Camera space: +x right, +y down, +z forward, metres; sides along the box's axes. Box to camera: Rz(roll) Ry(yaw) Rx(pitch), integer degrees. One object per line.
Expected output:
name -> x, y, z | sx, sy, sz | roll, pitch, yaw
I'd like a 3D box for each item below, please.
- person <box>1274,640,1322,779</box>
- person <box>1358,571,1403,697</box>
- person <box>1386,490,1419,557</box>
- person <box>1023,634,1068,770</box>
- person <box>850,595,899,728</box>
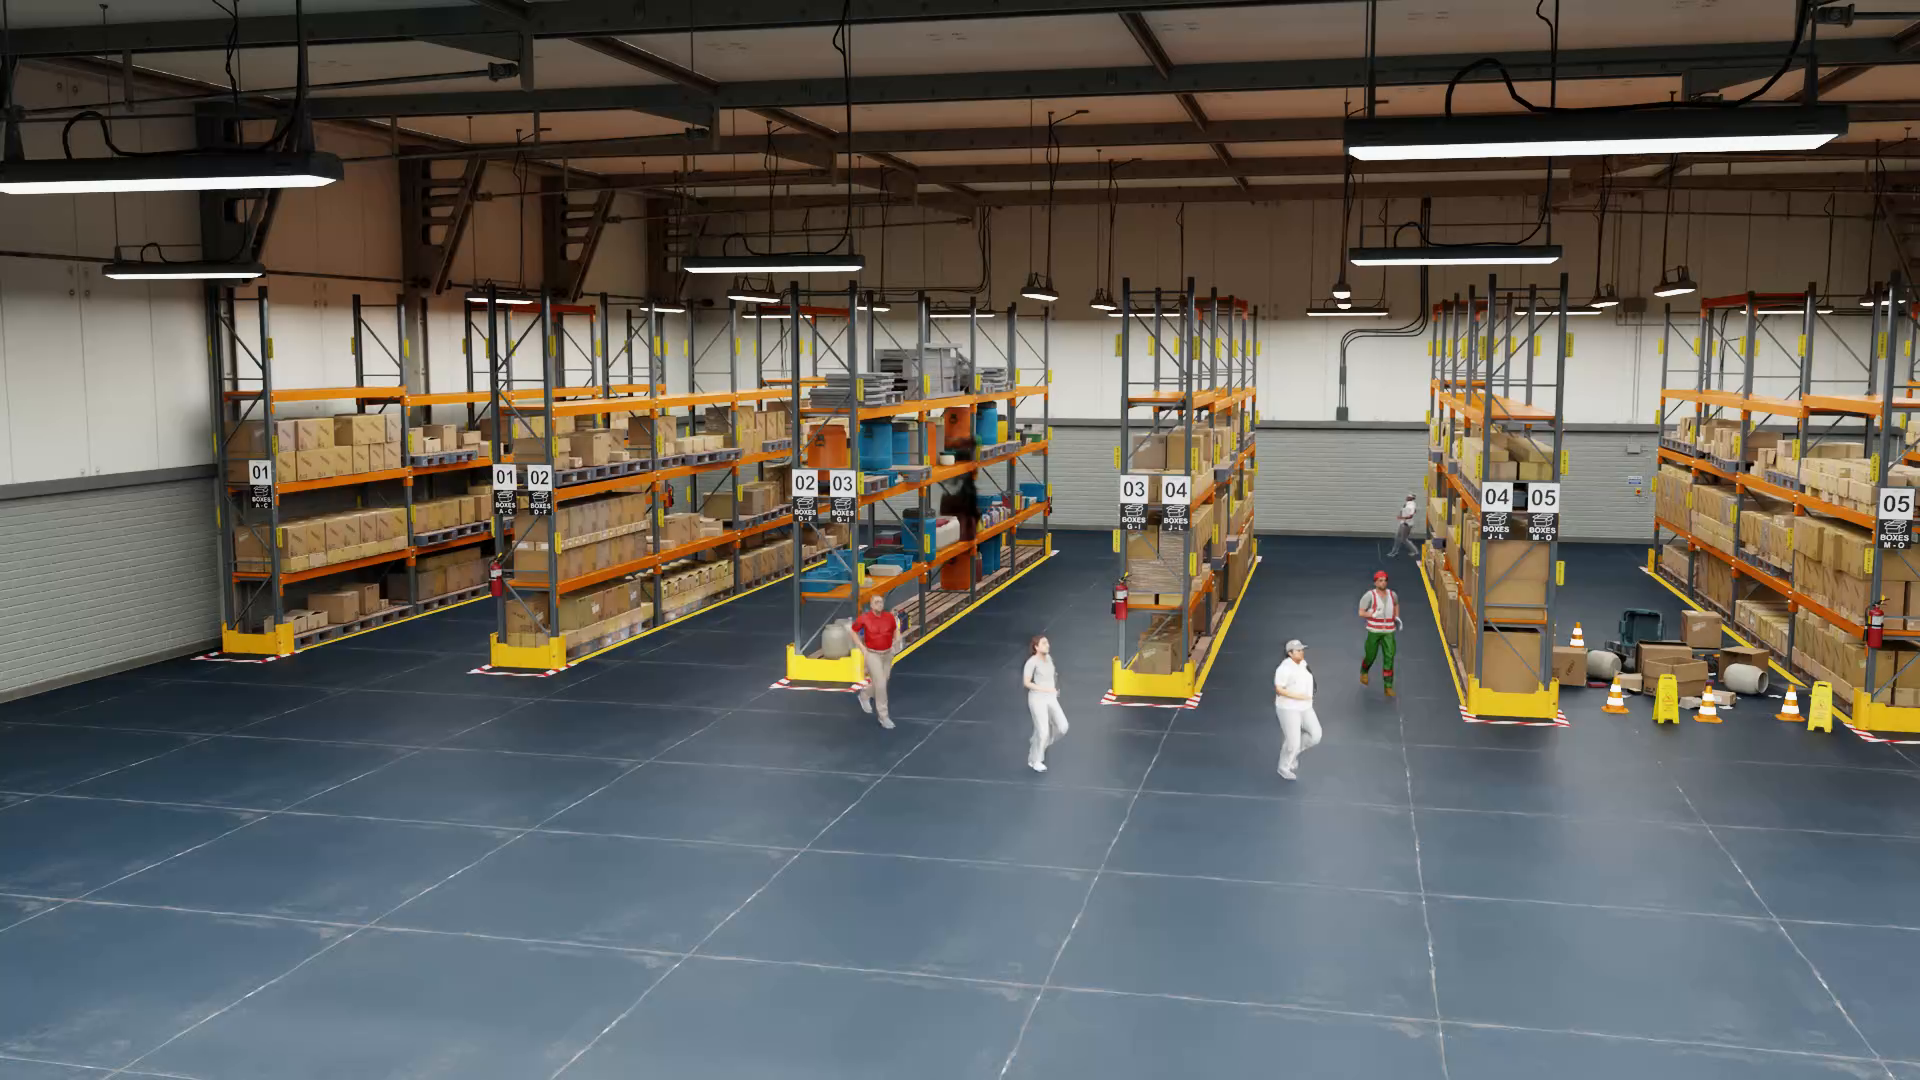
person -> 3.939, 1.973, 19.370 | 0.657, 1.637, 0.527 | -6, 9, -40
person -> 6.099, 1.327, 24.141 | 0.667, 1.764, 0.976 | 0, 7, -4
person -> 10.591, -0.375, 39.736 | 0.749, 1.654, 0.707 | 2, 7, 13
person -> 1.005, 1.927, 19.727 | 0.542, 1.639, 0.612 | 6, 9, 44
person -> -1.106, 1.592, 22.345 | 0.647, 1.747, 0.910 | -5, 8, -35
